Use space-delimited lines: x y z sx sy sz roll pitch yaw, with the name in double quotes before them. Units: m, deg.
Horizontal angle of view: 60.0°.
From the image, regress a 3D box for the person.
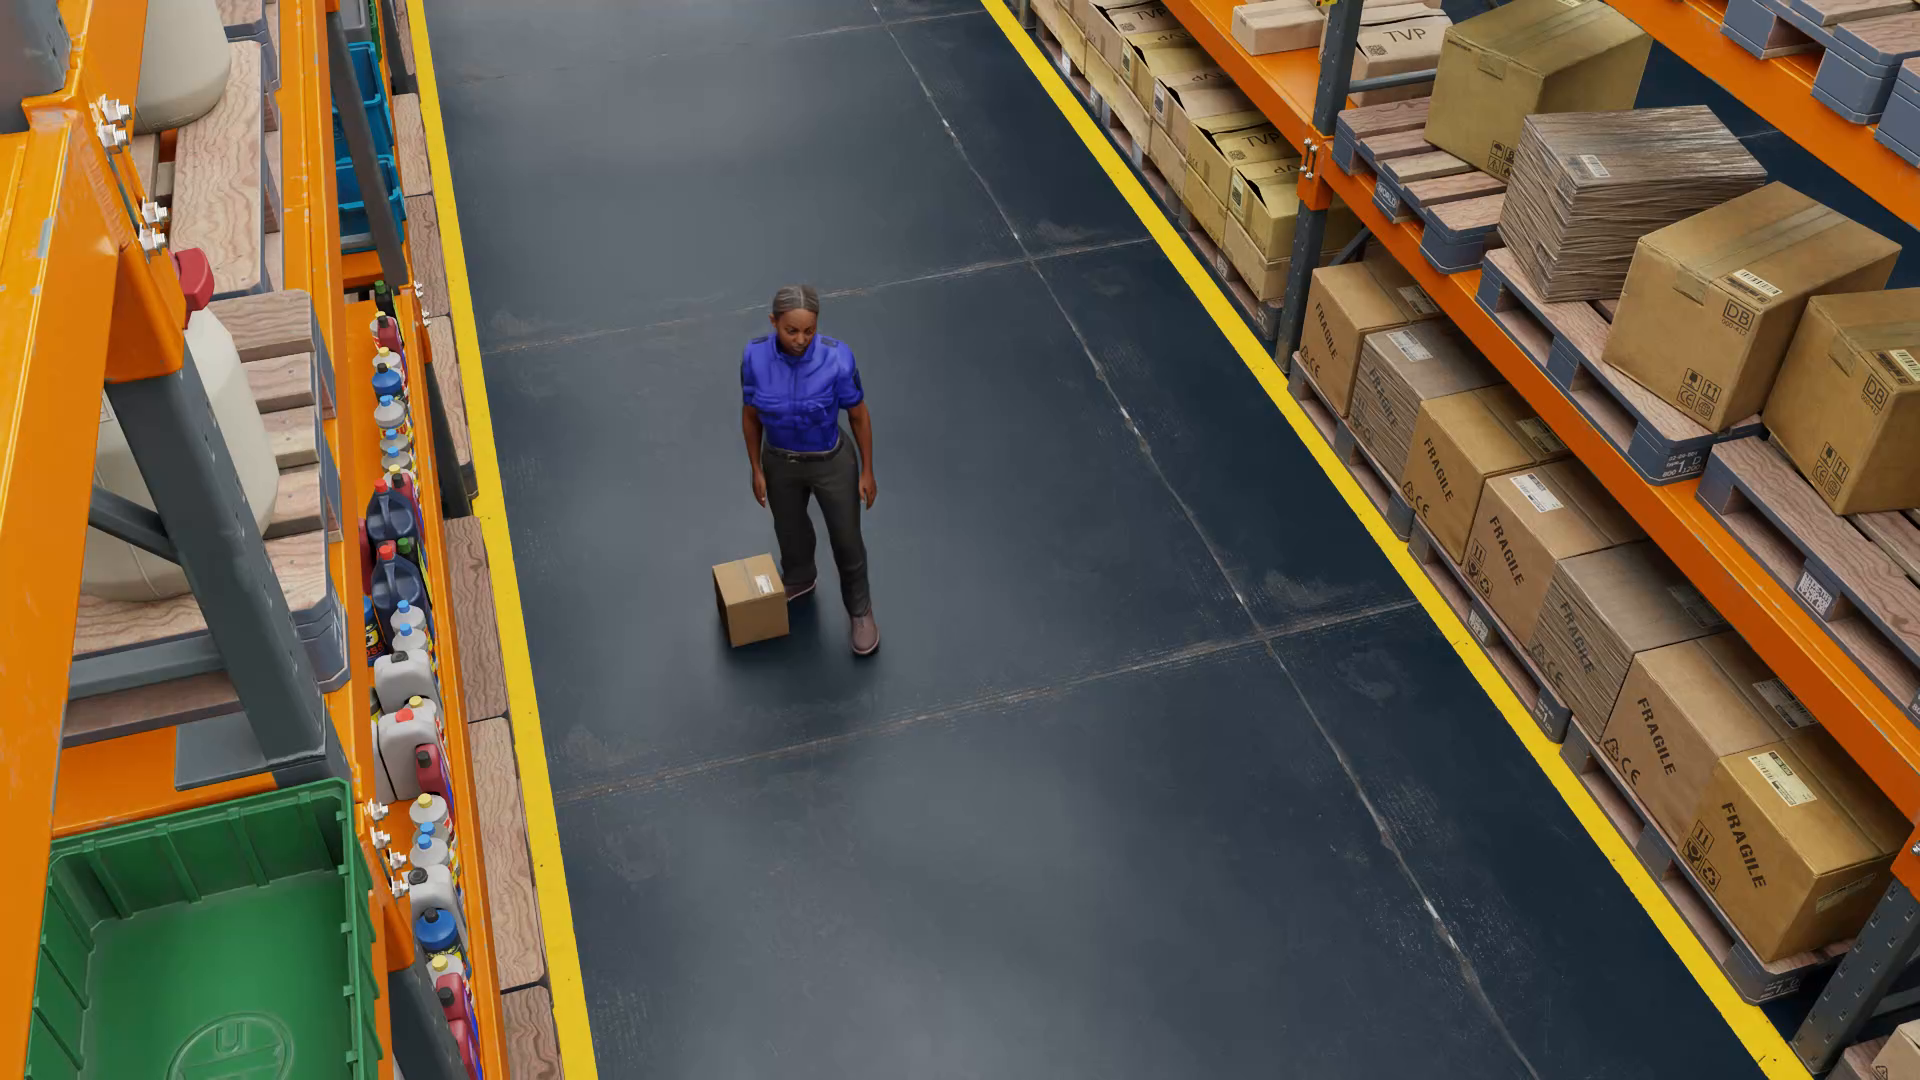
"person" -0.598 -0.289 6.445 0.574 1.661 0.405 7 43 7
